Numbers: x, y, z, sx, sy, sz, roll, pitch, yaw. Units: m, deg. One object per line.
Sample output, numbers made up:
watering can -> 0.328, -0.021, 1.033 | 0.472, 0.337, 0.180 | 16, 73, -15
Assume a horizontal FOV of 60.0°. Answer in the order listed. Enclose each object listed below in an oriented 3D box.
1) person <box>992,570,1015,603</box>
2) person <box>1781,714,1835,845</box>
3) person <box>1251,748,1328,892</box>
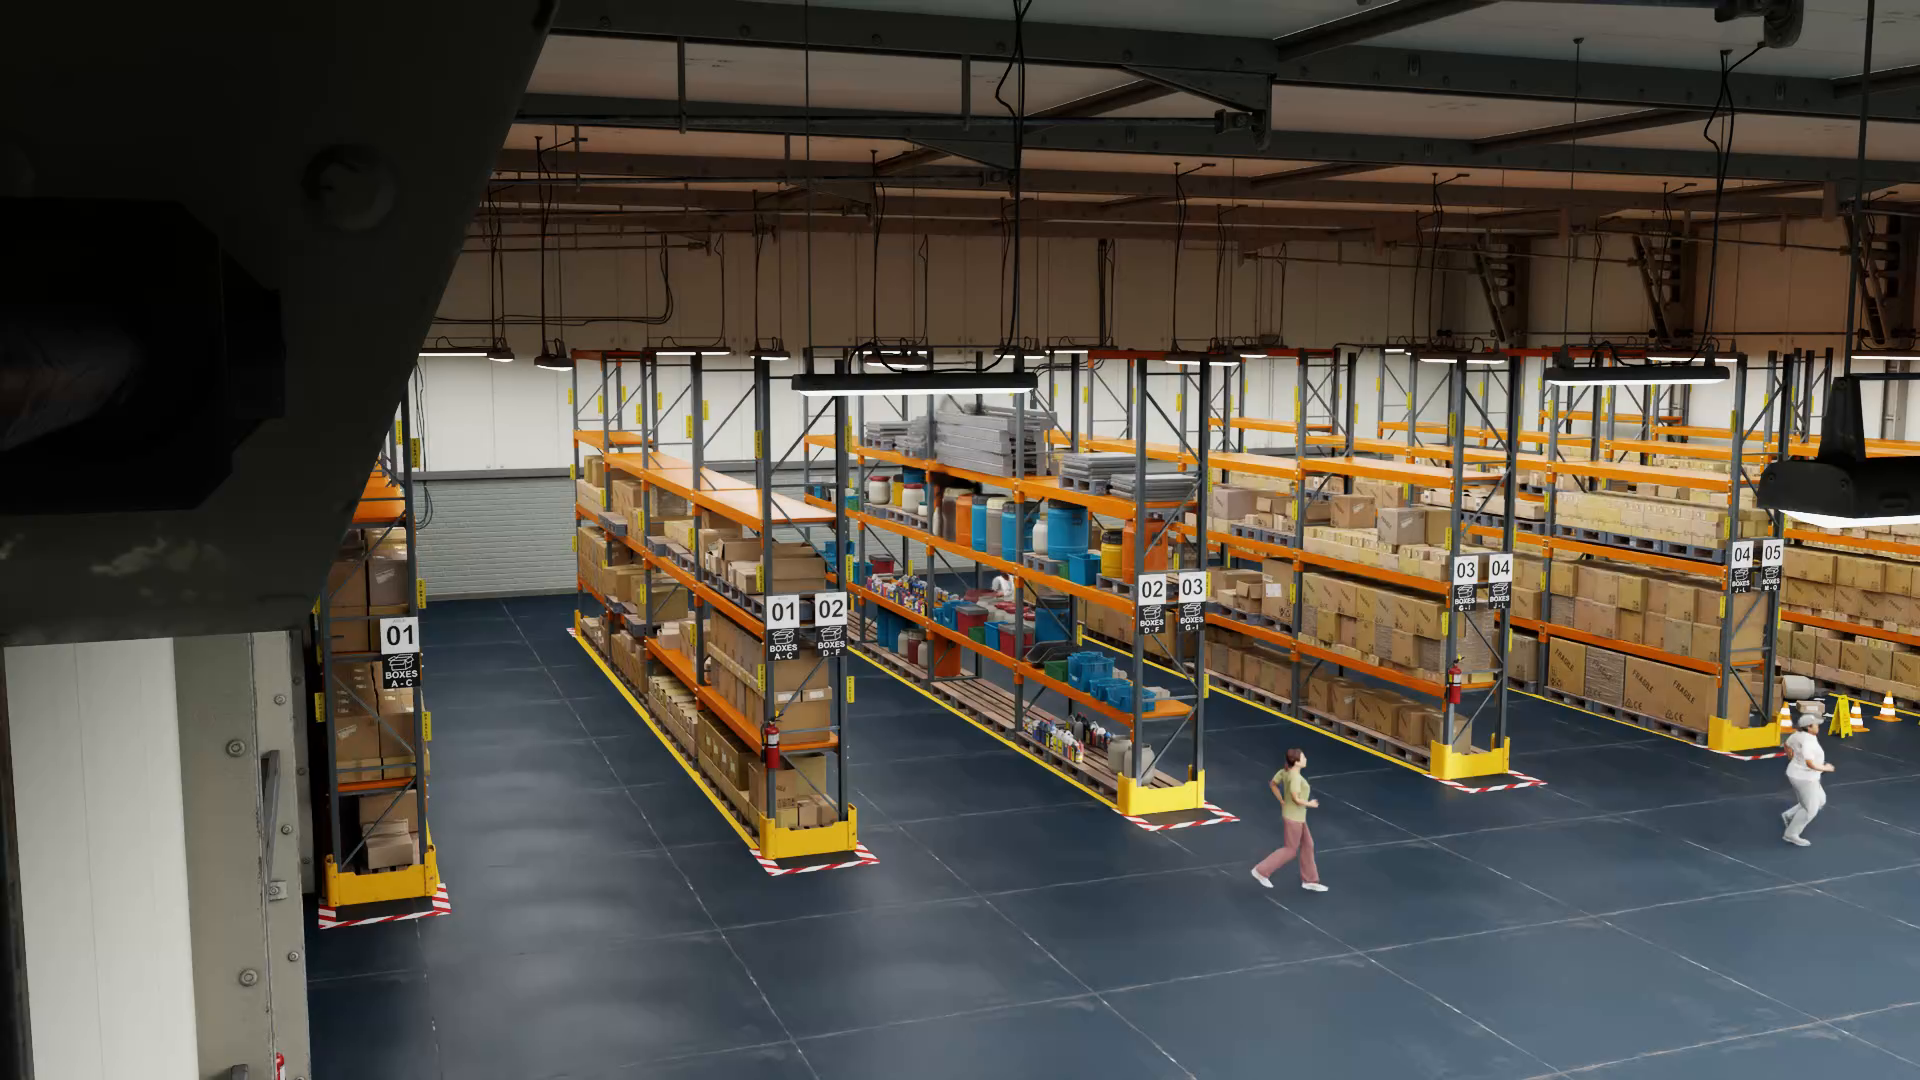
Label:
person -> 0.877, 1.355, 32.928 | 0.673, 1.858, 0.821 | -4, 8, -32
person -> 10.530, 2.965, 20.624 | 0.527, 1.637, 0.657 | 2, 7, 14
person -> 3.744, 3.174, 18.805 | 0.899, 1.676, 0.576 | 0, 7, 1
